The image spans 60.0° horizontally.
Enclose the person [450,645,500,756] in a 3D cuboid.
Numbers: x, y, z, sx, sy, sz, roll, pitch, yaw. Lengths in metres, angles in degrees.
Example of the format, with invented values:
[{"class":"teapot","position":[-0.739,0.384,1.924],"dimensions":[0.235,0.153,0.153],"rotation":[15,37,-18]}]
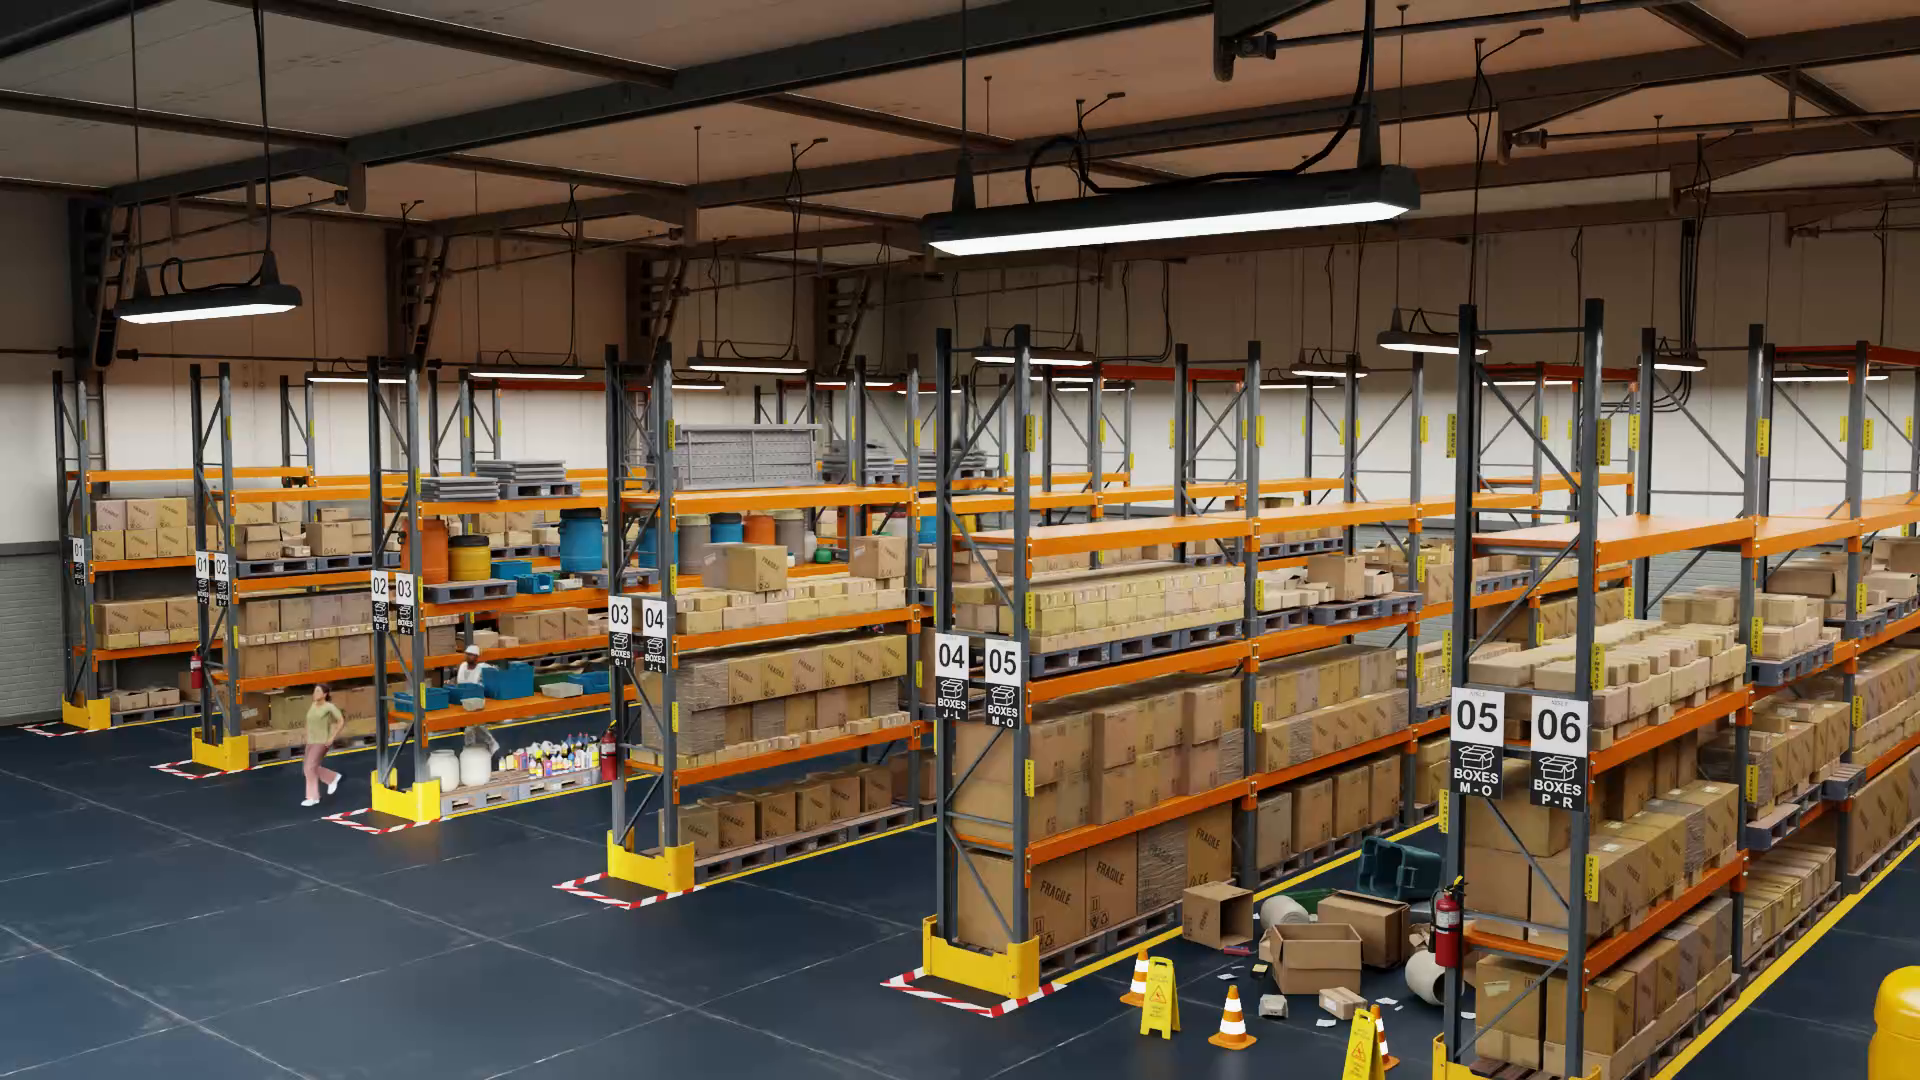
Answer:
[{"class":"person","position":[-7.287,2.471,24.922],"dimensions":[0.655,1.816,0.899],"rotation":[3,5,32]}]

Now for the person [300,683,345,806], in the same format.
[{"class":"person","position":[-8.628,2.723,22.386],"dimensions":[0.611,1.595,0.637],"rotation":[3,5,31]}]
